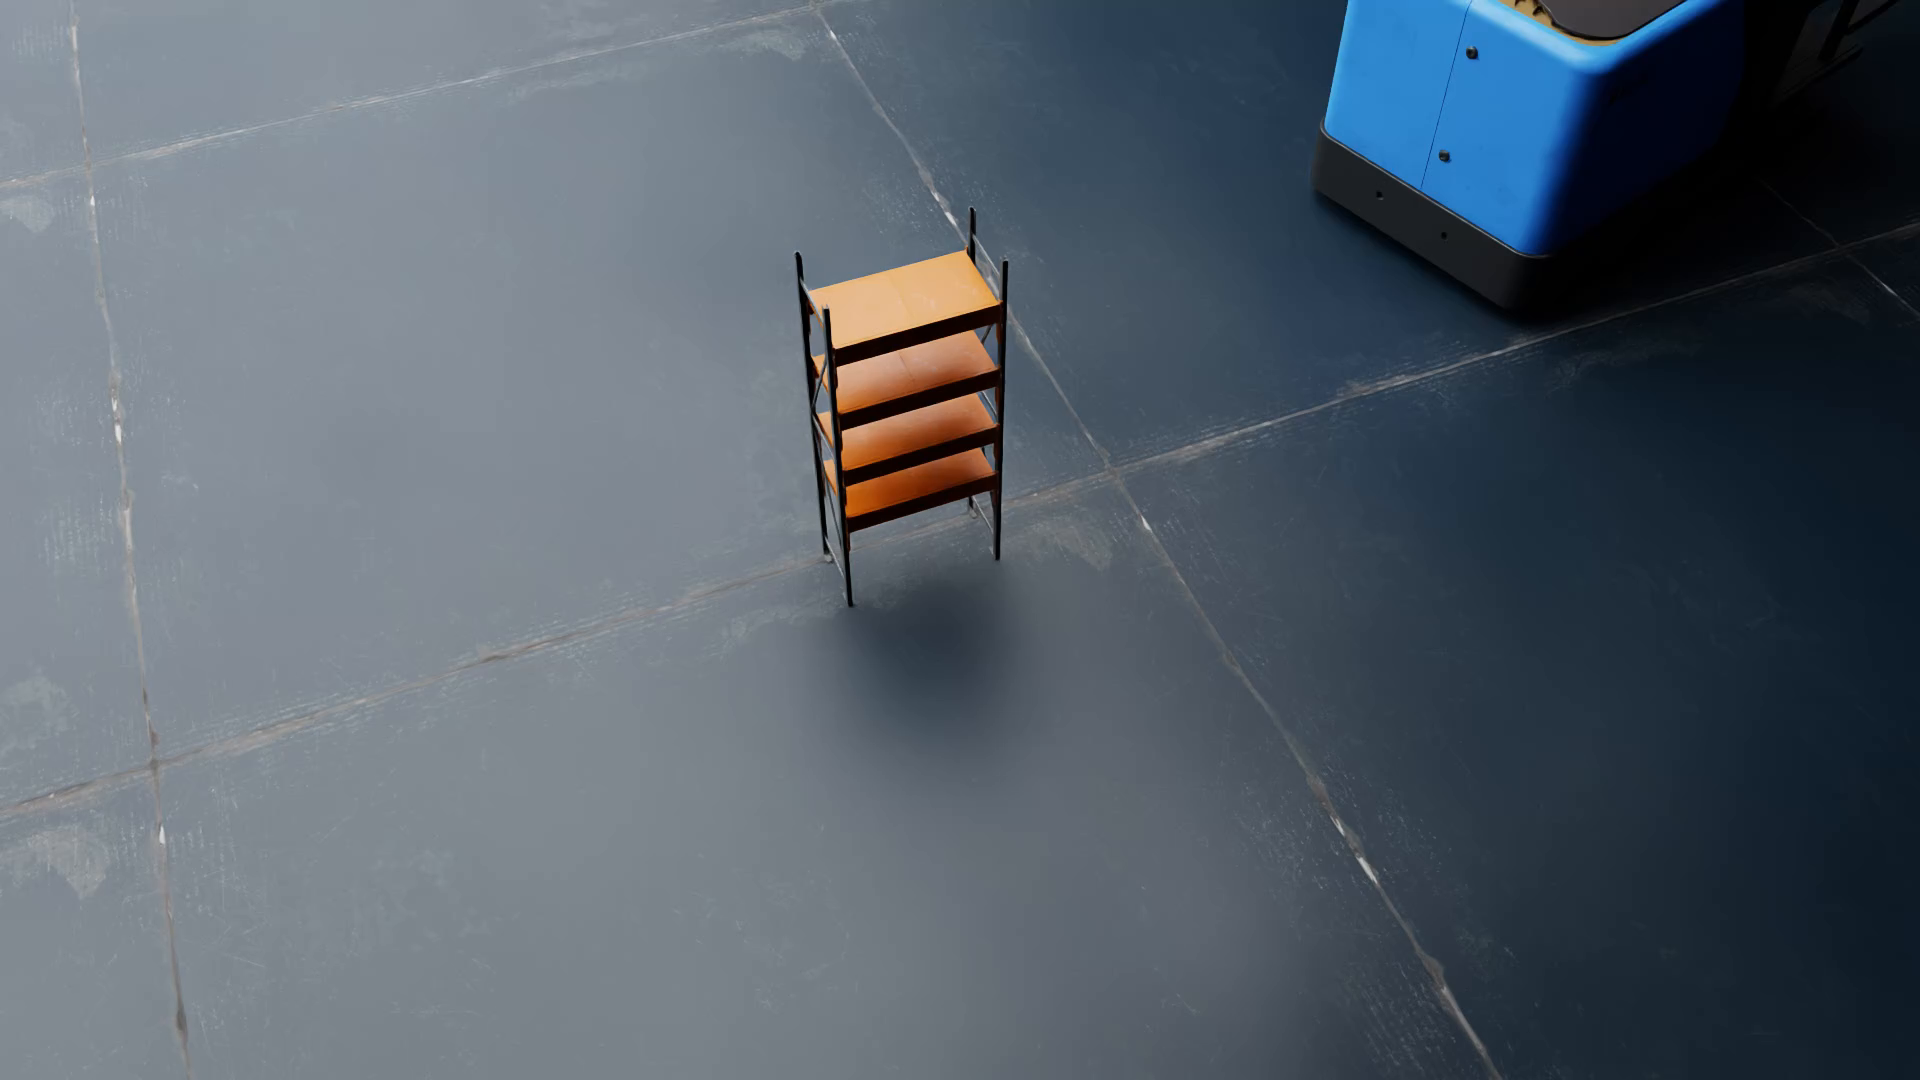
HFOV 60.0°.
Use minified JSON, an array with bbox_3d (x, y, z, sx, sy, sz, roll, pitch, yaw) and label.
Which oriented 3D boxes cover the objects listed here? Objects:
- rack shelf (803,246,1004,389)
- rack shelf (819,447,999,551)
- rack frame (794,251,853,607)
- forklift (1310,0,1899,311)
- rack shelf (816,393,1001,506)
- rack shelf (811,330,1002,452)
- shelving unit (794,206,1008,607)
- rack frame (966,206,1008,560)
[{"bbox_3d":[-0.153,-0.599,4.456,0.480,0.148,0.258,-17,52,-14],"label":"rack shelf"},{"bbox_3d":[-0.153,-0.170,4.956,0.480,0.148,0.258,-17,52,-14],"label":"rack shelf"},{"bbox_3d":[-0.379,-0.273,4.694,0.015,1.200,0.240,-17,52,-14],"label":"rack frame"},{"bbox_3d":[2.788,-2.719,5.653,3.031,2.935,1.130,-32,57,-25],"label":"forklift"},{"bbox_3d":[-0.153,-0.300,4.805,0.480,0.148,0.258,-17,52,-14],"label":"rack shelf"},{"bbox_3d":[-0.153,-0.445,4.635,0.480,0.148,0.258,-17,52,-14],"label":"rack shelf"},{"bbox_3d":[-0.153,-0.343,4.754,0.503,1.200,0.258,-17,52,-14],"label":"shelving unit"},{"bbox_3d":[0.073,-0.413,4.814,0.015,1.200,0.240,-17,52,-14],"label":"rack frame"}]
